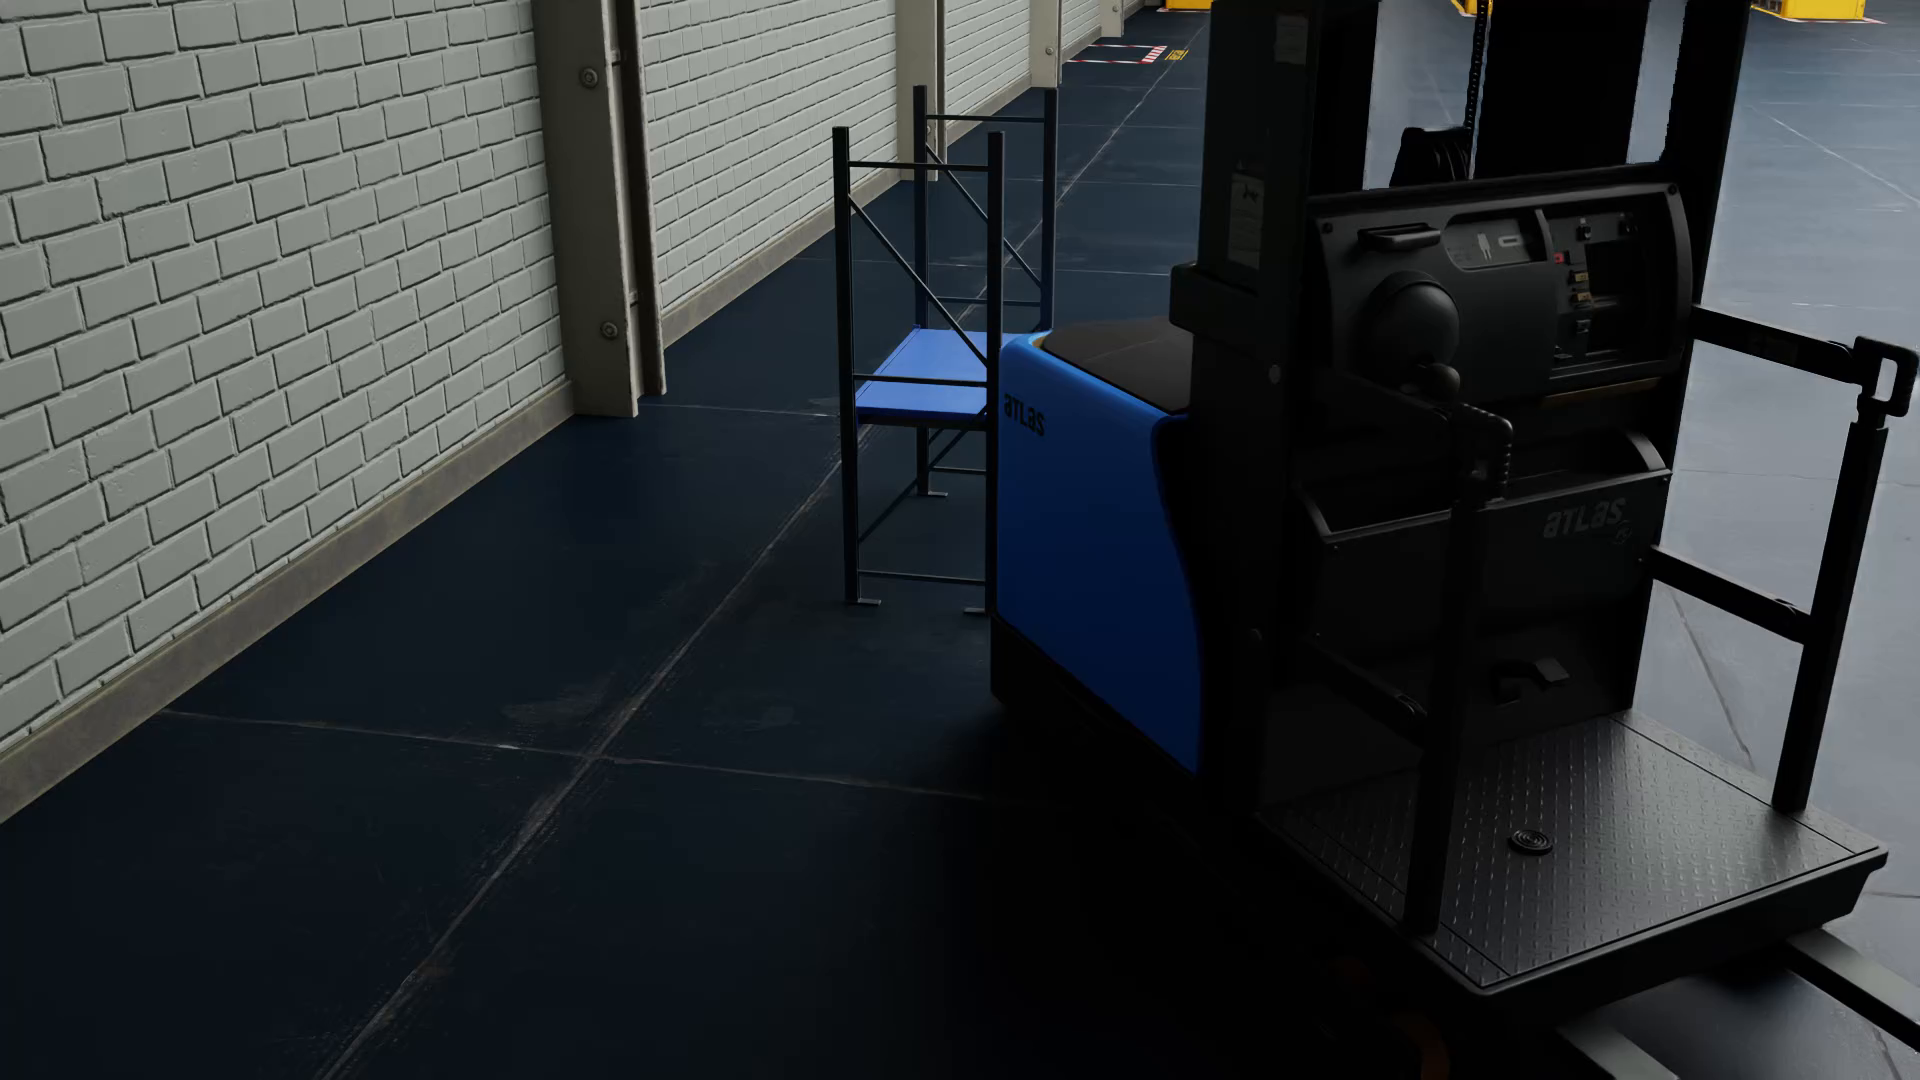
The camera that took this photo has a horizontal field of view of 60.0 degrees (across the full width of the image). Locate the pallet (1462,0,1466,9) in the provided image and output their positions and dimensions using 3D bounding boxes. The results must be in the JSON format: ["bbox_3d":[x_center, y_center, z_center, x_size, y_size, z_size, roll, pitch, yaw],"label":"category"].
[{"bbox_3d":[9.049,-9.072,28.097,1.003,0.211,1.213,4,22,11],"label":"pallet"}]

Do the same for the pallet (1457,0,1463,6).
[{"bbox_3d":[9.301,-9.517,29.201,1.003,0.211,1.213,4,22,11],"label":"pallet"}]

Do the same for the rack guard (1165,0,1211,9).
[{"bbox_3d":[4.100,-9.327,28.344,1.175,0.500,0.348,4,22,11],"label":"rack guard"}]

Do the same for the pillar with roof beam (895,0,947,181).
[{"bbox_3d":[3.922,-6.653,10.326,9.100,9.000,0.400,4,22,11],"label":"pillar with roof beam"}]

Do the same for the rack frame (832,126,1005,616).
[{"bbox_3d":[-0.121,-0.479,5.034,0.500,1.500,0.032,4,22,11],"label":"rack frame"}]

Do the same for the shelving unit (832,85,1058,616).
[{"bbox_3d":[-0.017,-0.665,5.496,0.538,1.500,1.048,4,22,11],"label":"shelving unit"}]

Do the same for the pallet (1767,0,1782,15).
[{"bbox_3d":[13.923,-8.738,27.268,1.003,0.211,1.213,4,22,11],"label":"pallet"}]

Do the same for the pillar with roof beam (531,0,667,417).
[{"bbox_3d":[2.697,-4.458,4.878,9.100,9.000,0.400,4,22,11],"label":"pillar with roof beam"}]

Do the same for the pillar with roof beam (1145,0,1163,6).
[{"bbox_3d":[7.595,-13.236,26.672,9.100,9.000,0.400,4,22,11],"label":"pillar with roof beam"}]

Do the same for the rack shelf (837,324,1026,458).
[{"bbox_3d":[-0.017,-0.498,5.563,0.538,0.185,1.000,4,22,11],"label":"rack shelf"}]

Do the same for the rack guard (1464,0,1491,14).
[{"bbox_3d":[8.929,-8.914,27.319,1.175,0.500,0.348,4,22,11],"label":"rack guard"}]

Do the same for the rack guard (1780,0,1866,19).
[{"bbox_3d":[13.752,-8.576,26.478,1.175,0.500,0.348,4,22,11],"label":"rack guard"}]

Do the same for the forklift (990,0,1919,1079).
[{"bbox_3d":[1.185,-0.475,3.110,1.130,2.935,3.031,-10,24,-24],"label":"forklift"}]

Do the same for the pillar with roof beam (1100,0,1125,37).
[{"bbox_3d":[6.370,-11.041,21.223,9.100,9.000,0.400,4,22,11],"label":"pillar with roof beam"}]

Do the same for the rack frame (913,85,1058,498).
[{"bbox_3d":[0.086,-0.850,5.958,0.500,1.500,0.032,4,22,11],"label":"rack frame"}]

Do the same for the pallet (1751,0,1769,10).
[{"bbox_3d":[14.174,-9.183,28.373,1.003,0.211,1.213,4,22,11],"label":"pallet"}]

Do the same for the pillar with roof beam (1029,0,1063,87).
[{"bbox_3d":[5.146,-8.847,15.775,9.100,9.000,0.400,4,22,11],"label":"pillar with roof beam"}]
